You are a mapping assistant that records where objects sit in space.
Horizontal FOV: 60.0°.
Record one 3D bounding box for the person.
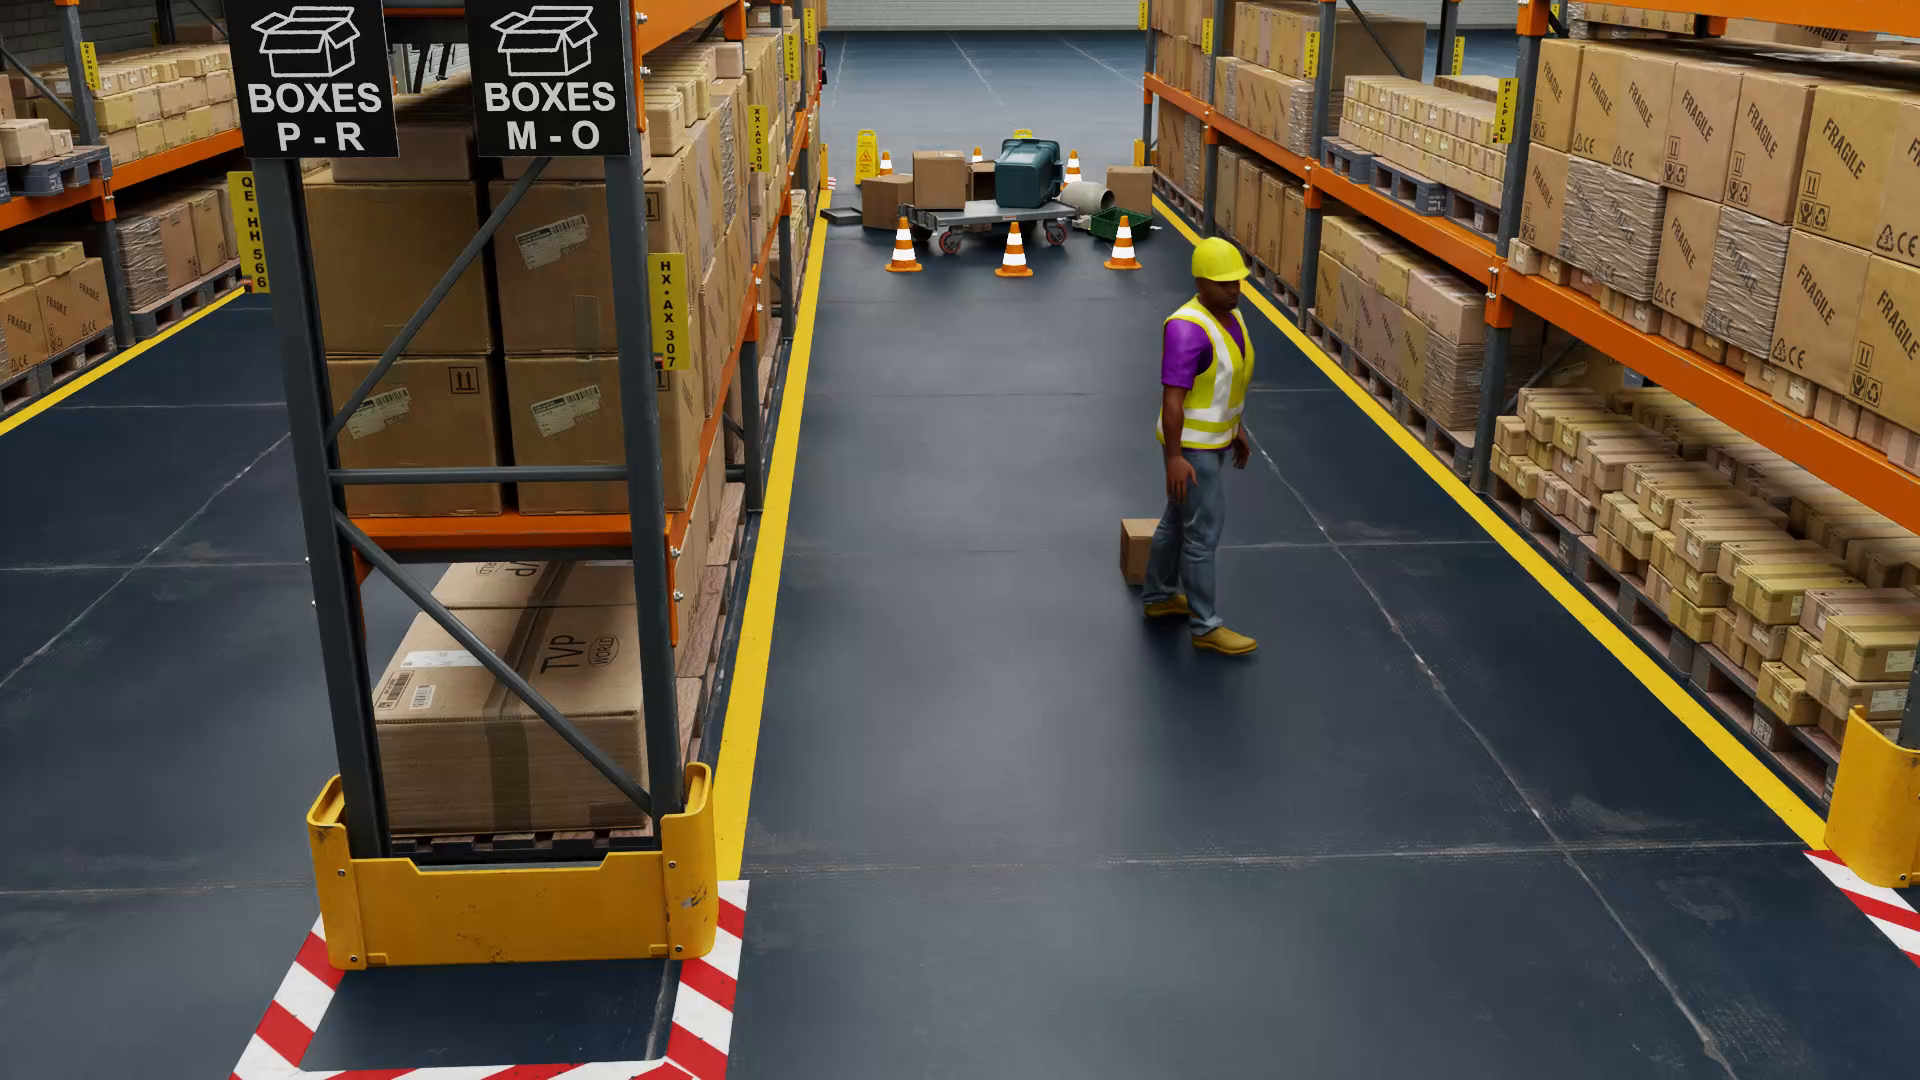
[{"bbox_3d":[1.061,-0.404,7.086,0.607,1.766,0.647,9,22,22],"label":"person"}]
